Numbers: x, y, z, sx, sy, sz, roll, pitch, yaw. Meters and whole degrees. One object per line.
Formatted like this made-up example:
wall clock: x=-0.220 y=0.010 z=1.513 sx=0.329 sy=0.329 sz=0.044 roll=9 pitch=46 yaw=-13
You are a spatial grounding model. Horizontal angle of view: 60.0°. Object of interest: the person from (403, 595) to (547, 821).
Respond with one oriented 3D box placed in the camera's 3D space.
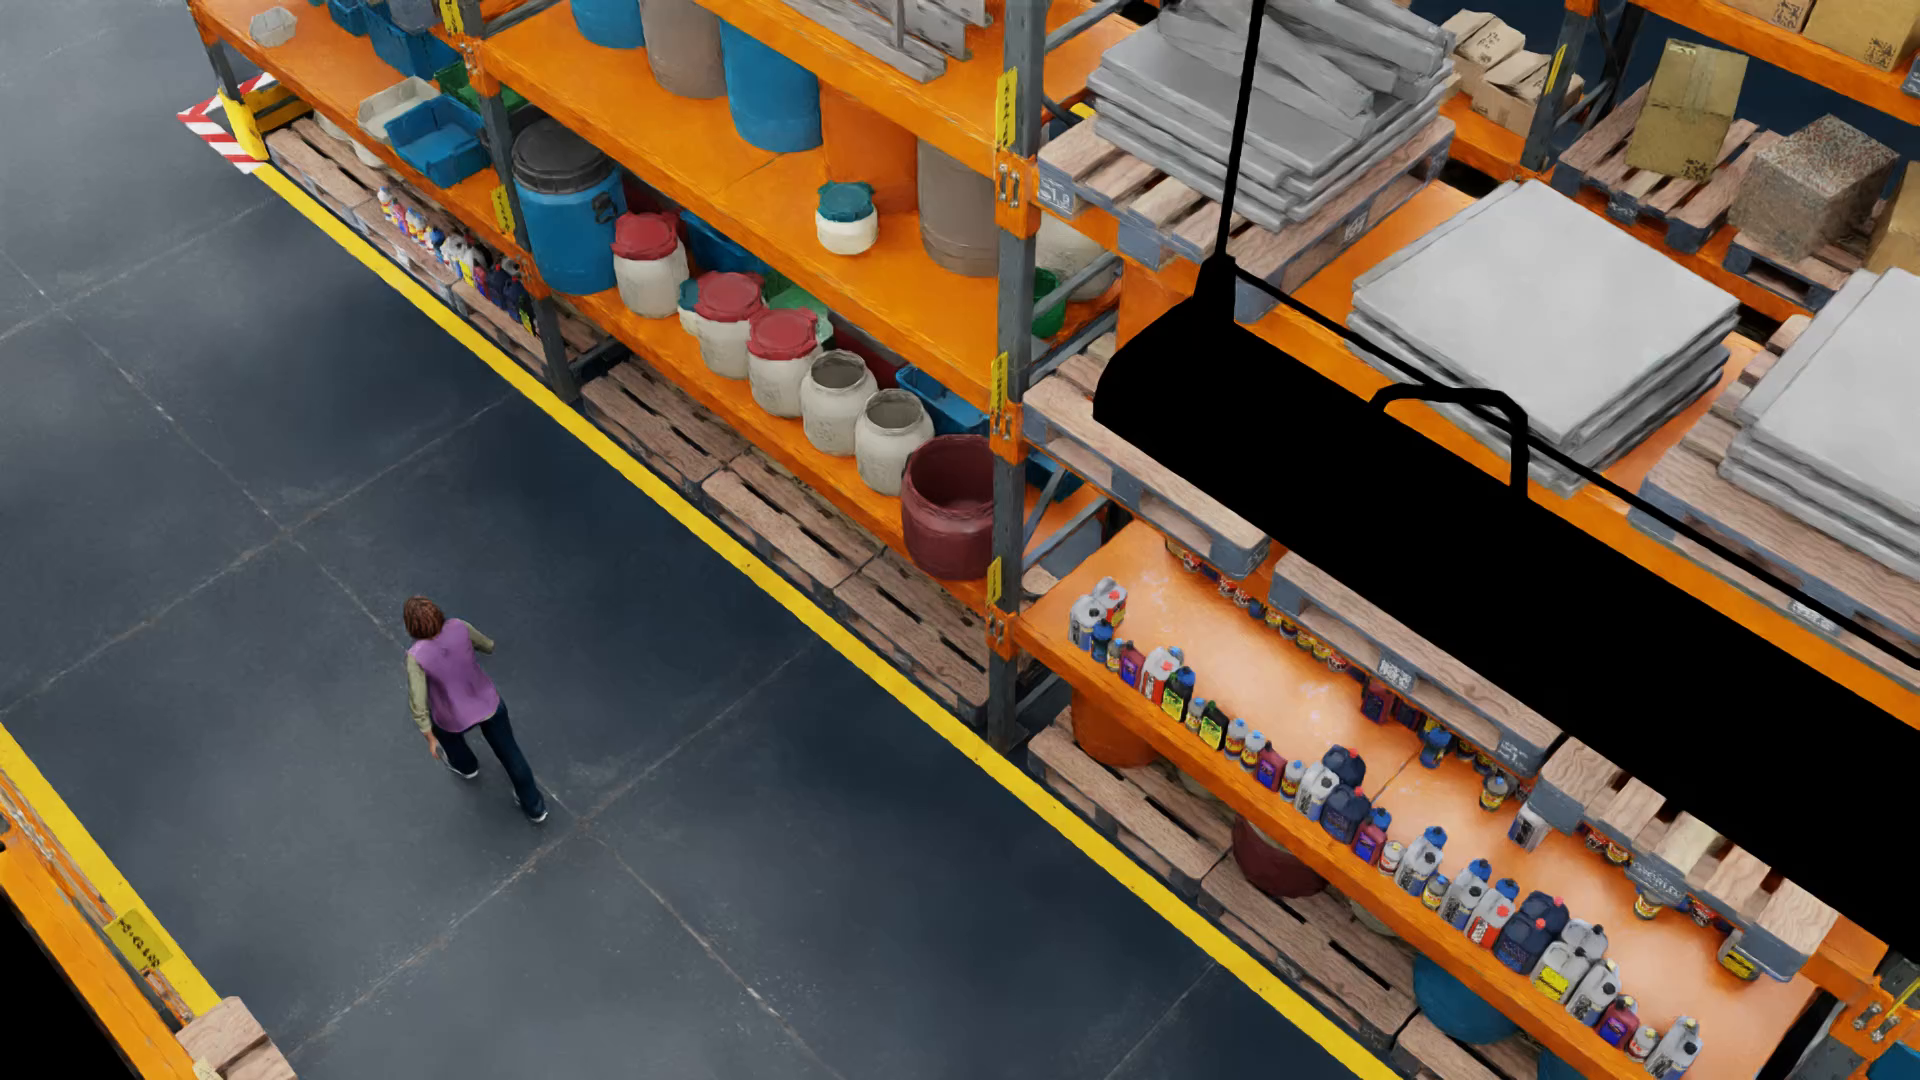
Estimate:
person: x=-2.587 y=0.864 z=8.670 sx=0.562 sy=1.530 sz=0.815 roll=-33 pitch=57 yaw=-24
